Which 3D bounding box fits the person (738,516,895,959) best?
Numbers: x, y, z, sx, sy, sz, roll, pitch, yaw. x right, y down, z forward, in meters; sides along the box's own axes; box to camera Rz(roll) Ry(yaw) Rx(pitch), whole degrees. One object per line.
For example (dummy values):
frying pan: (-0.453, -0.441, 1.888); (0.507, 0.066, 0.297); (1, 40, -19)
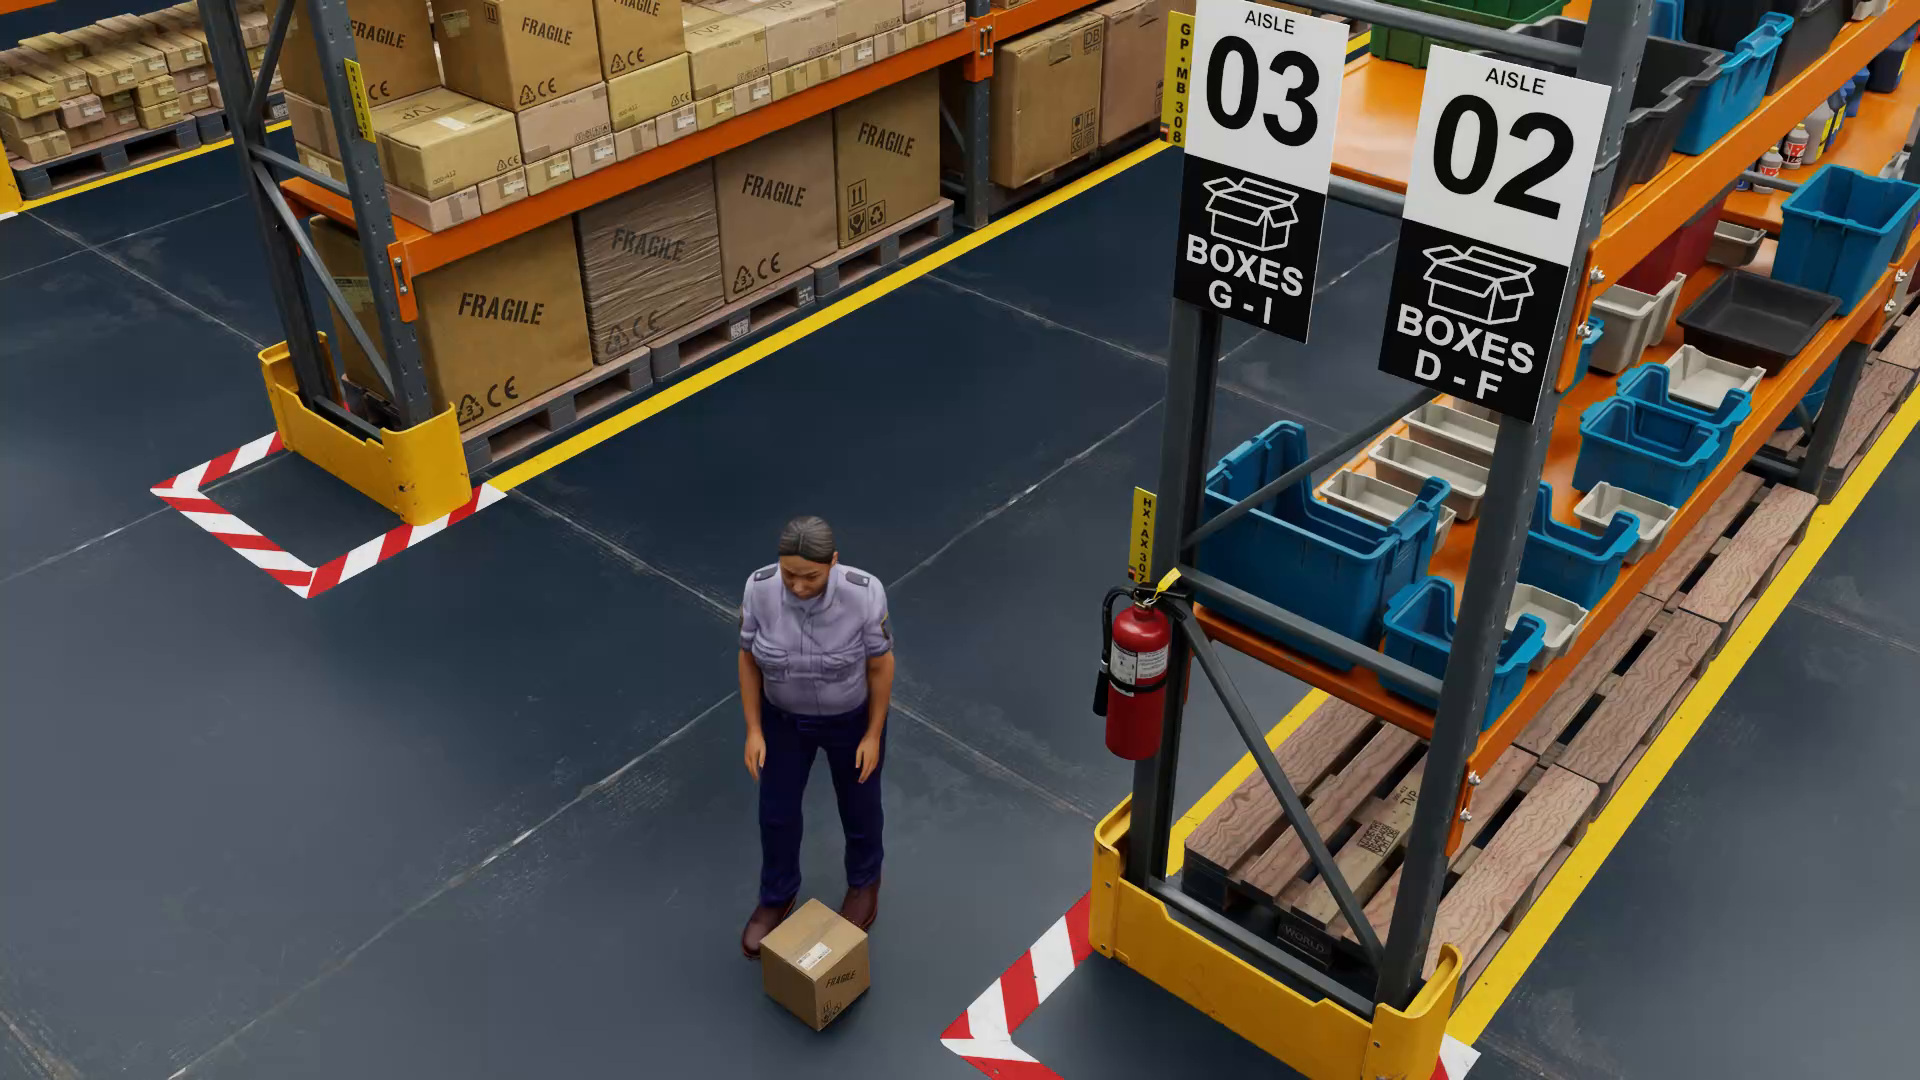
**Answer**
person: (-0.467, 0.611, 5.287); (0.525, 1.663, 0.468); (3, 35, 4)
